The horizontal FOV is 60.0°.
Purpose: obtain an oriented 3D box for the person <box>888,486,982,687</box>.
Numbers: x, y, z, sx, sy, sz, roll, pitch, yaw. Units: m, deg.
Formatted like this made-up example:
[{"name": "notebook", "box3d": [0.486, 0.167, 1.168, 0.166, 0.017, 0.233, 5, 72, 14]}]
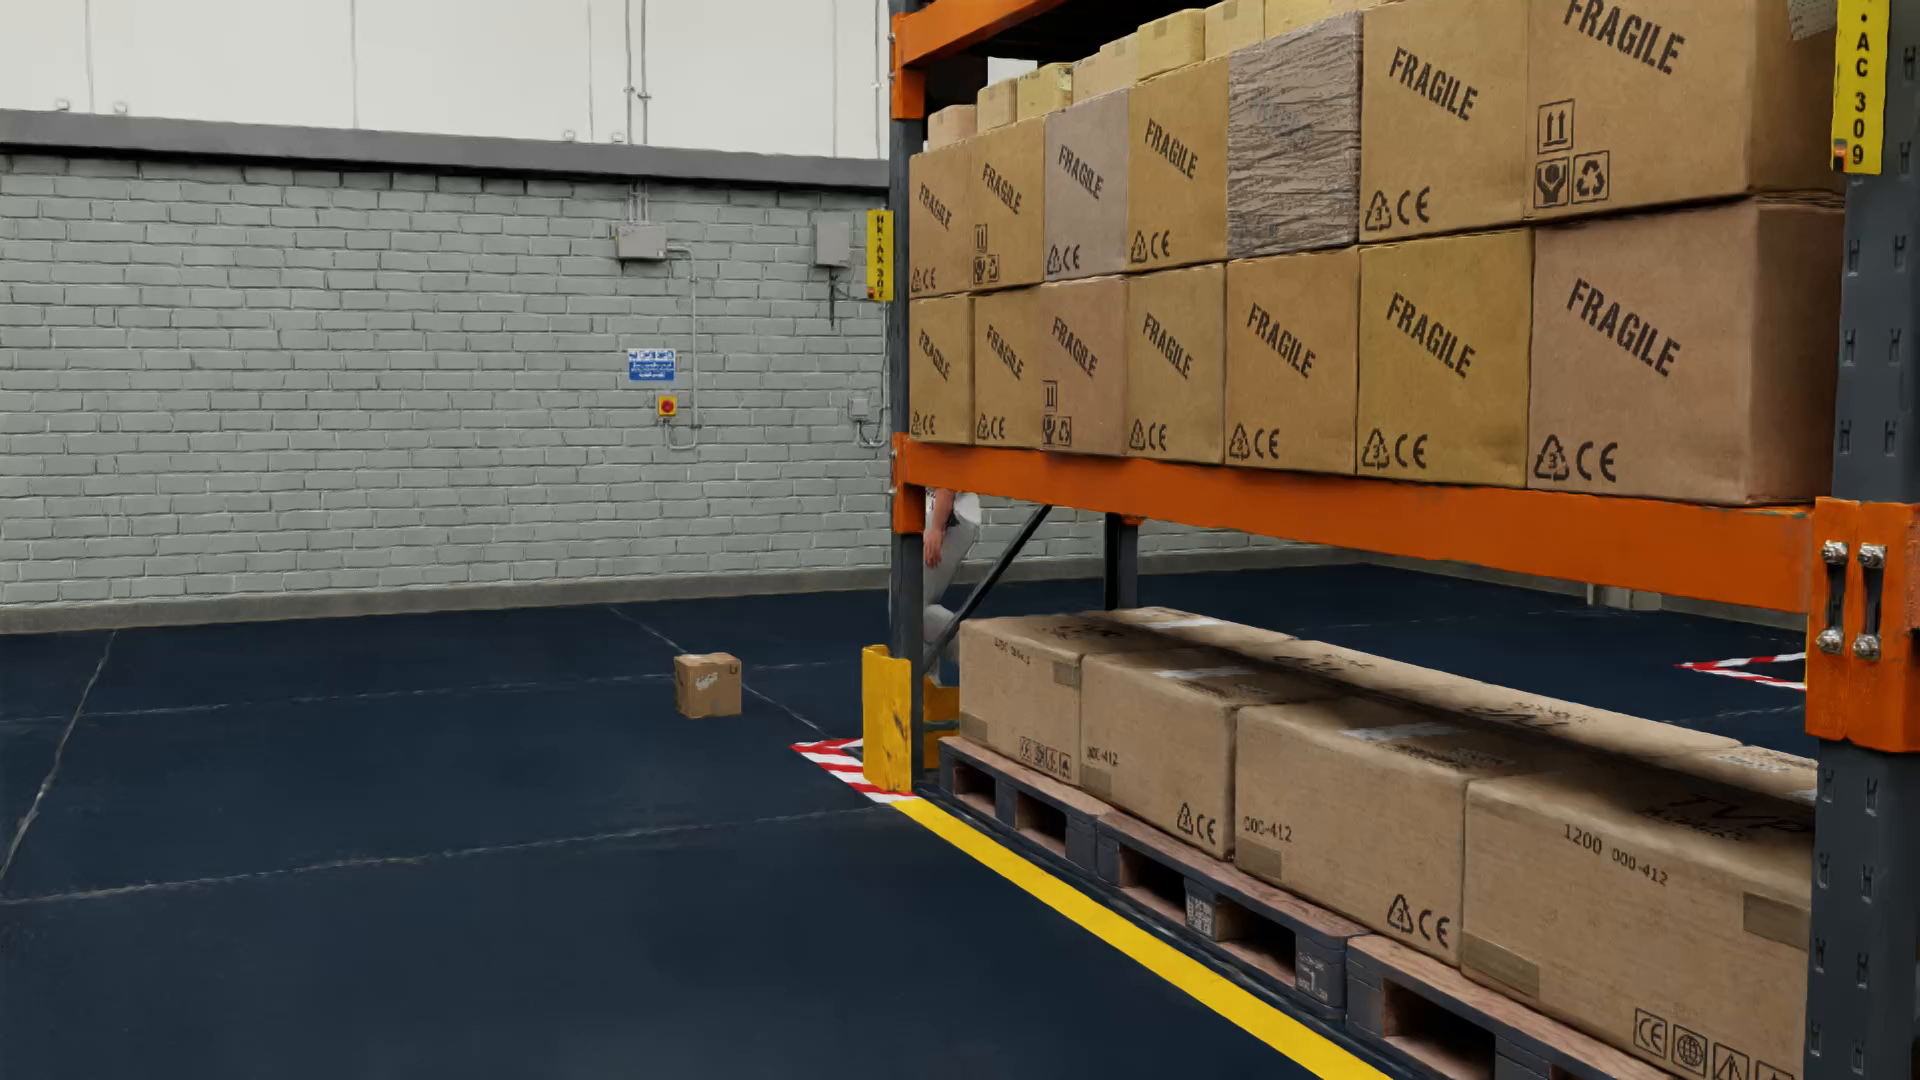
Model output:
[{"name": "person", "box3d": [-0.127, -0.046, 7.377, 0.540, 1.734, 0.600, -2, 6, -18]}]
